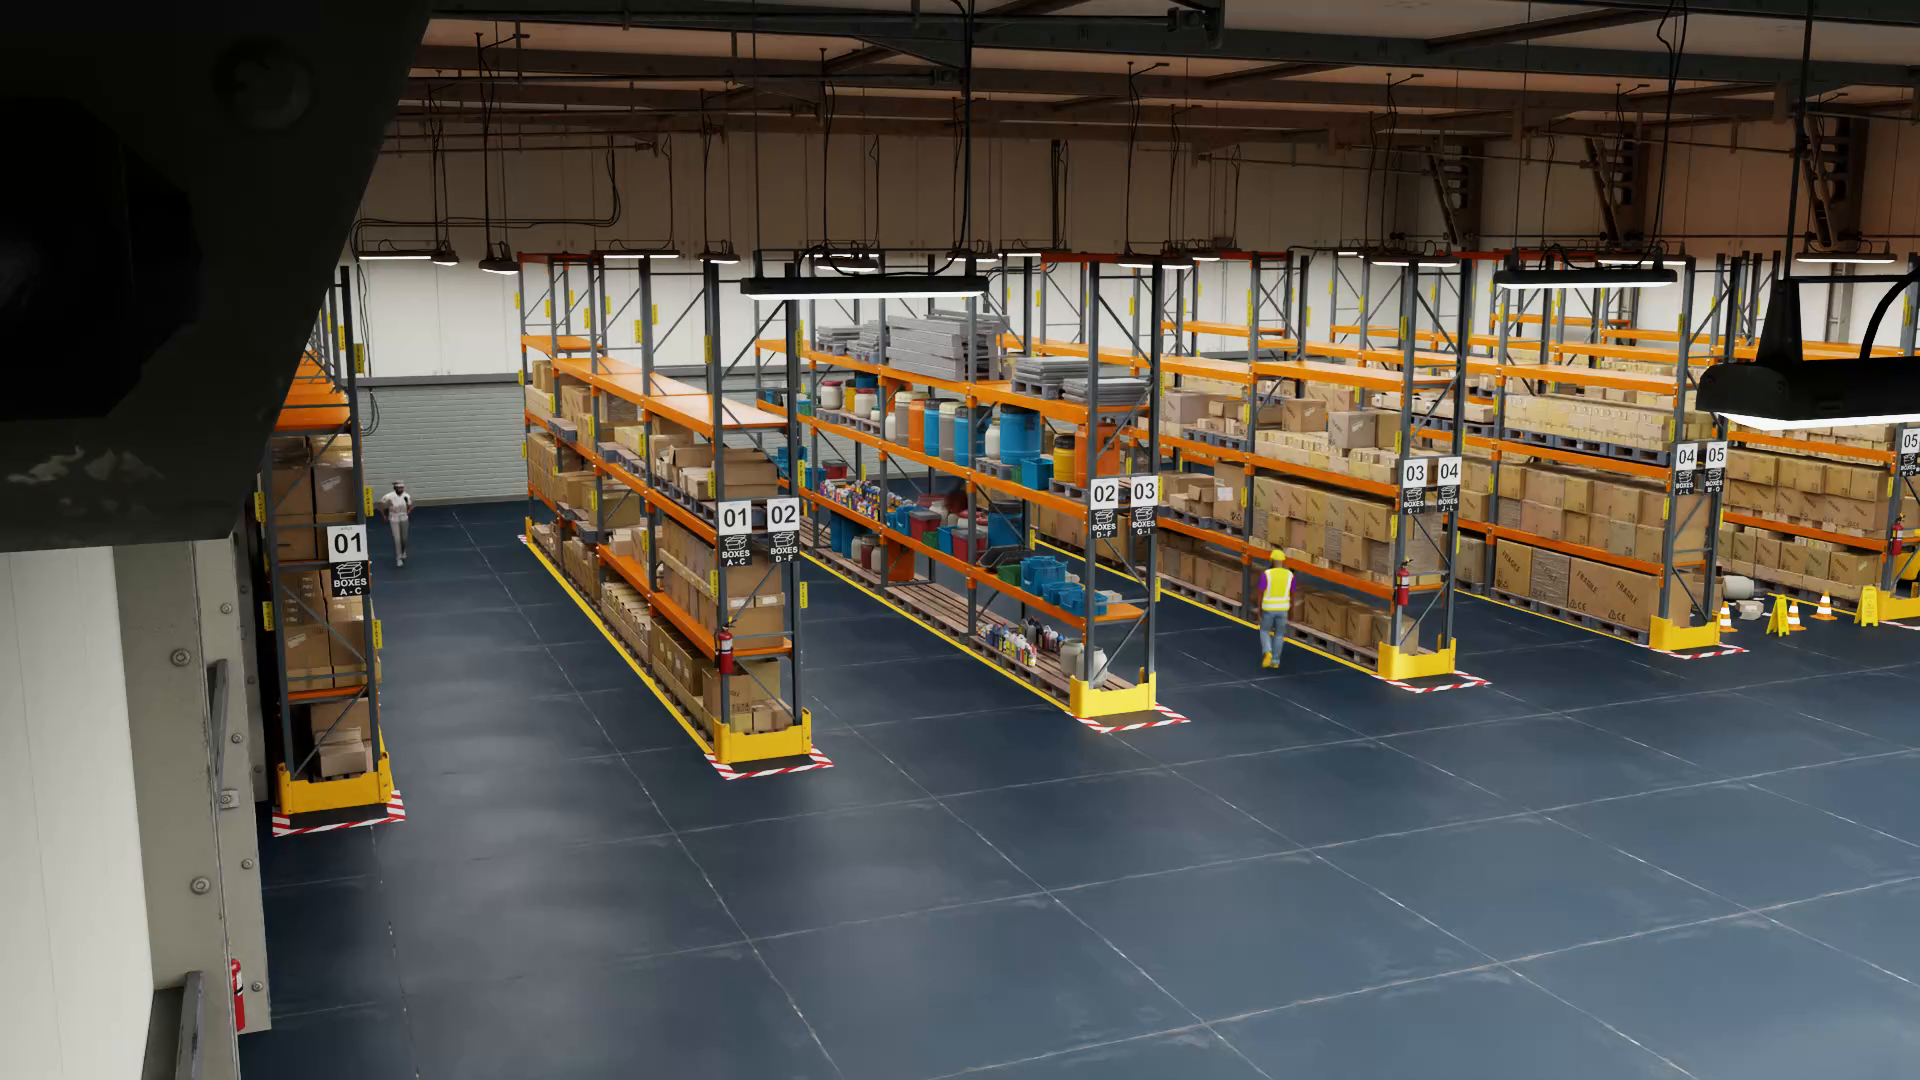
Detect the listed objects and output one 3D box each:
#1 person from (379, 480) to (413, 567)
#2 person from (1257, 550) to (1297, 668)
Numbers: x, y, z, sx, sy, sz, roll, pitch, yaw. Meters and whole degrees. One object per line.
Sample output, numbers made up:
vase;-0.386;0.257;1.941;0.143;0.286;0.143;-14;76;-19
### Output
person;-10.921;-0.365;32.274;0.627;1.632;1.028;-4;11;-21
person;4.652;1.030;24.450;0.565;1.758;0.603;2;11;11
